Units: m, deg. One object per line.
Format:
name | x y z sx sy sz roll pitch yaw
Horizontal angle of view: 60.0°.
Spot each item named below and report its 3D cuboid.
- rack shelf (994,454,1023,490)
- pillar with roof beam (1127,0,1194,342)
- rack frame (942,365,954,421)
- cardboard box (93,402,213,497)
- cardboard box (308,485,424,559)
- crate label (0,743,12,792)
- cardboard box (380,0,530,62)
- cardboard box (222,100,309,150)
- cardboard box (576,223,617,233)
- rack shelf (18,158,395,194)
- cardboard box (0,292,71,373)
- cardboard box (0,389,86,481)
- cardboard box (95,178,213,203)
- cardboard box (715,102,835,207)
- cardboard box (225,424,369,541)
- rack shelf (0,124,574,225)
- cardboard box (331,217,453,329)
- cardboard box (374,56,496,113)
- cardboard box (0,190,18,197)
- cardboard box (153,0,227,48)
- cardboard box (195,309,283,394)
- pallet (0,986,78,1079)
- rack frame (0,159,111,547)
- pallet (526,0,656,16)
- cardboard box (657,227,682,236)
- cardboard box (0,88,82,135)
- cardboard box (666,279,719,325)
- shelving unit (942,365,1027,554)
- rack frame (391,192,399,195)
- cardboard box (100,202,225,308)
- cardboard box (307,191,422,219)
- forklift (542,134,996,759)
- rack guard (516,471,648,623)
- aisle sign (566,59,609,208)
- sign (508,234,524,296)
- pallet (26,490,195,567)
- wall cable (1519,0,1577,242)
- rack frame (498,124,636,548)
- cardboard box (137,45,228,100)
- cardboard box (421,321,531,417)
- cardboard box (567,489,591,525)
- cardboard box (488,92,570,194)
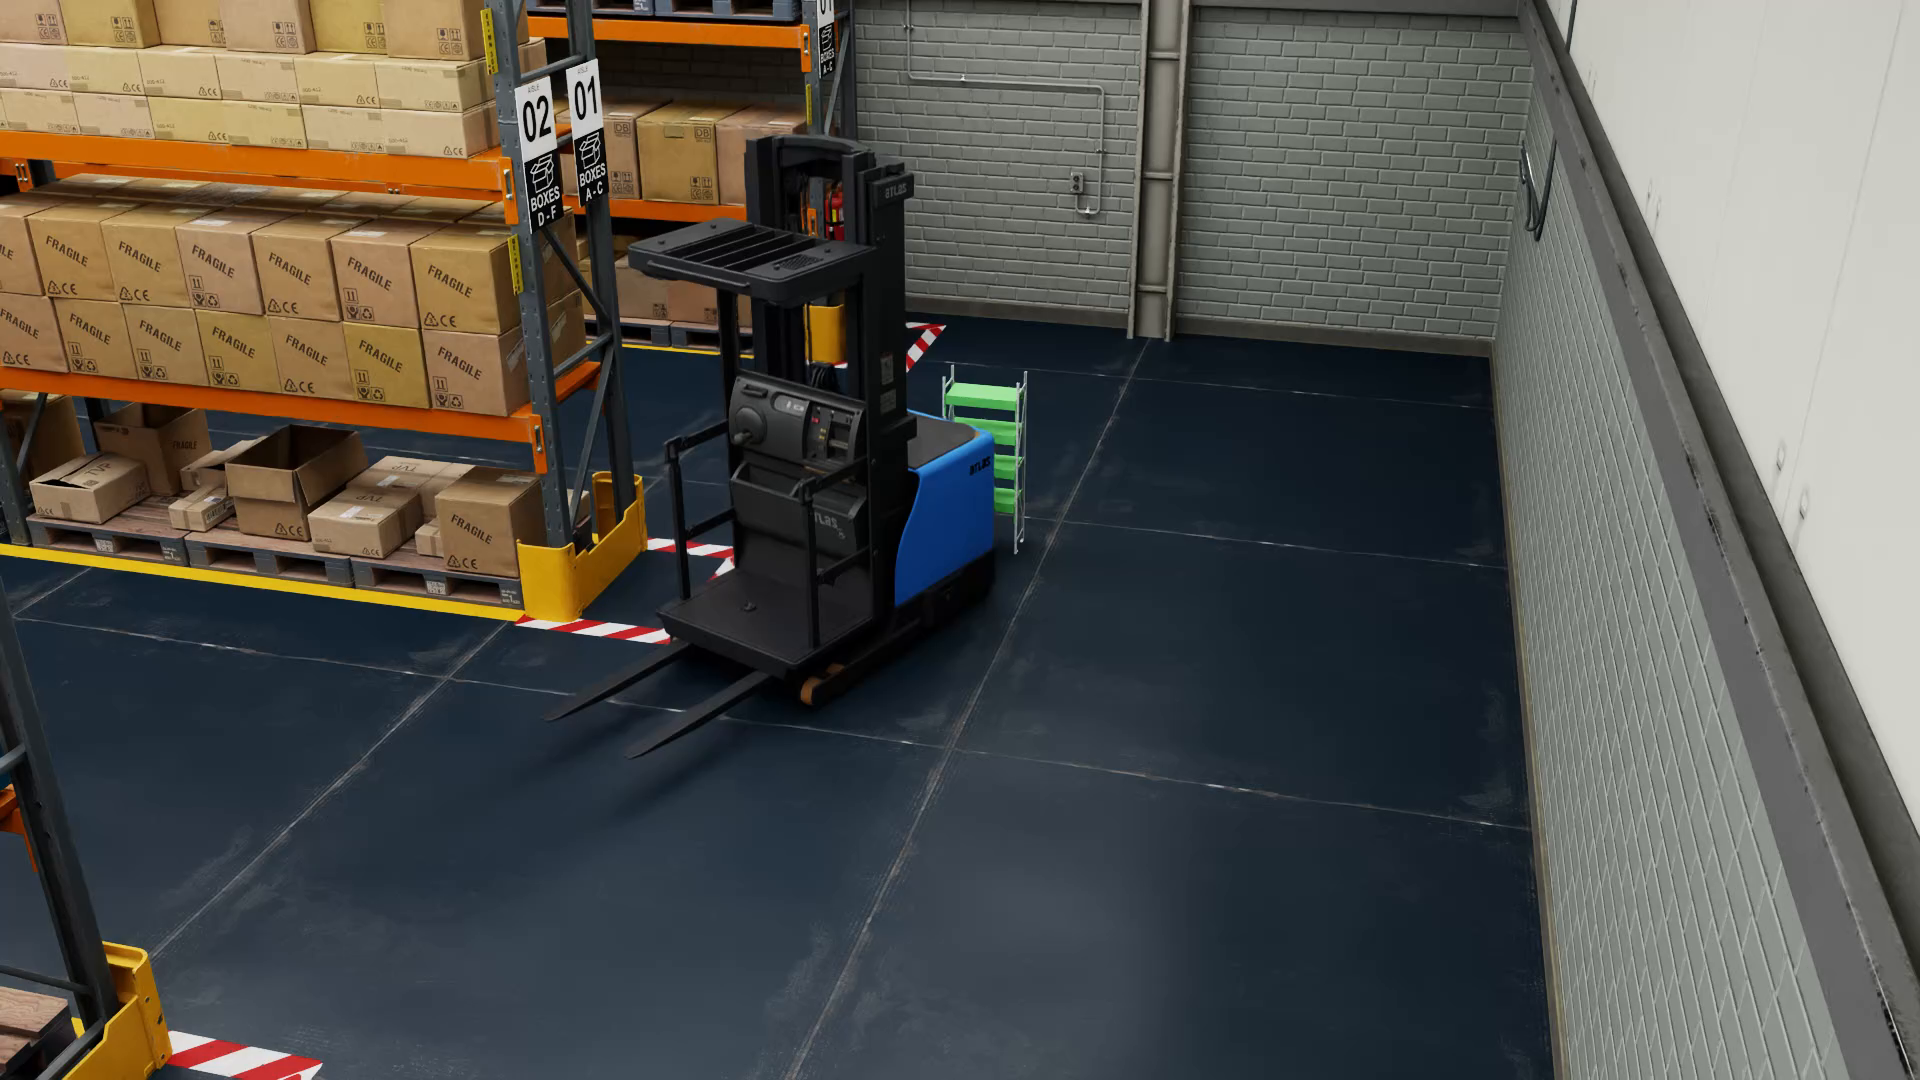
rack shelf | 0.160 -0.466 10.982 0.480 0.148 0.258 6 26 13
pillar with roof beam | 0.673 -4.144 9.486 0.400 9.000 9.100 6 26 13
rack frame | -0.076 -0.550 11.010 0.015 1.200 0.240 6 26 13
cardboard box | -5.567 -0.650 11.521 0.500 0.500 0.500 6 26 13
cardboard box | -3.816 -0.121 10.702 0.500 0.250 0.500 6 26 13
crate label | -3.710 0.853 6.095 0.303 0.233 0.416 6 26 13
cardboard box | -2.817 -2.993 9.279 0.500 0.500 0.700 6 26 13
cardboard box | -3.848 -2.432 9.554 0.500 0.250 0.500 6 26 13
cardboard box | -3.341 -2.803 15.314 0.250 0.149 0.380 7 26 14
rack shelf | -6.896 -3.474 15.895 4.000 0.370 1.077 6 26 13
cardboard box | -5.764 -1.400 10.584 0.500 0.500 0.500 7 26 14
cardboard box | -6.597 -0.746 11.723 0.500 0.500 0.500 5 26 11
cardboard box | -5.138 -2.019 10.722 0.500 0.500 0.500 6 26 12
cardboard box | -1.582 -3.343 14.433 0.700 0.700 0.980 8 26 15
cardboard box | -4.369 -0.395 10.982 0.637 0.503 0.797 6 26 13
rack shelf | -4.253 -2.338 10.018 4.000 0.370 1.077 6 26 13
cardboard box | -3.305 -1.578 9.795 0.500 0.500 0.500 7 26 14
cardboard box | -2.877 -2.555 9.231 0.500 0.250 0.500 6 26 13
cardboard box | -10.014 -3.242 16.967 0.500 0.500 0.700 6 26 13
cardboard box | -4.252 -3.183 9.678 0.500 0.500 0.700 6 26 13
cardboard box | -4.290 -1.238 10.244 0.500 0.500 0.500 6 26 12
pallet | -4.342 2.122 6.547 1.213 0.211 1.003 6 26 13
rack frame | -6.190 -1.522 10.958 0.127 3.000 1.000 6 26 13
pallet | -2.992 -4.676 14.196 1.213 0.211 1.003 6 26 13
cardboard box | -2.597 -2.722 15.142 0.250 0.149 0.380 7 26 14
cardboard box | -5.297 -2.599 9.904 0.500 0.250 0.500 6 26 13
cardboard box | -2.273 -2.305 15.021 0.500 0.500 0.700 6 26 13
shelving unit | 0.160 -0.524 10.955 0.503 1.200 0.258 6 26 13
rack frame | -4.959 -3.585 15.291 0.127 3.000 1.000 6 26 13
cardboard box | -4.806 -1.741 10.138 0.500 0.500 0.500 6 26 11
cardboard box | -3.671 -1.856 10.380 0.500 0.500 0.500 7 26 14
forklift | -1.048 -0.626 9.155 1.130 2.935 3.031 17 30 32
rack guard | -2.389 0.026 10.613 0.348 0.500 1.175 6 26 13
aisle sign | -2.176 -2.383 9.741 0.004 0.787 0.394 6 26 13
sign | -2.473 -1.531 9.261 0.005 0.325 0.100 6 26 13
pallet | -5.525 -0.189 11.402 1.213 0.211 1.003 6 26 13
wall cable | 4.303 -3.709 12.185 0.112 2.526 3.097 6 26 13
rack frame | -2.316 -1.094 10.059 0.127 3.000 1.000 6 26 13
cardboard box | -4.330 -2.715 9.566 0.500 0.250 0.500 6 26 13
cardboard box | -2.817 -1.074 9.900 0.500 0.500 0.500 7 26 15
cardboard box | -2.636 -0.194 10.972 0.250 0.149 0.380 6 26 13
cardboard box | -3.733 -3.575 14.921 0.700 0.700 0.980 6 26 12
